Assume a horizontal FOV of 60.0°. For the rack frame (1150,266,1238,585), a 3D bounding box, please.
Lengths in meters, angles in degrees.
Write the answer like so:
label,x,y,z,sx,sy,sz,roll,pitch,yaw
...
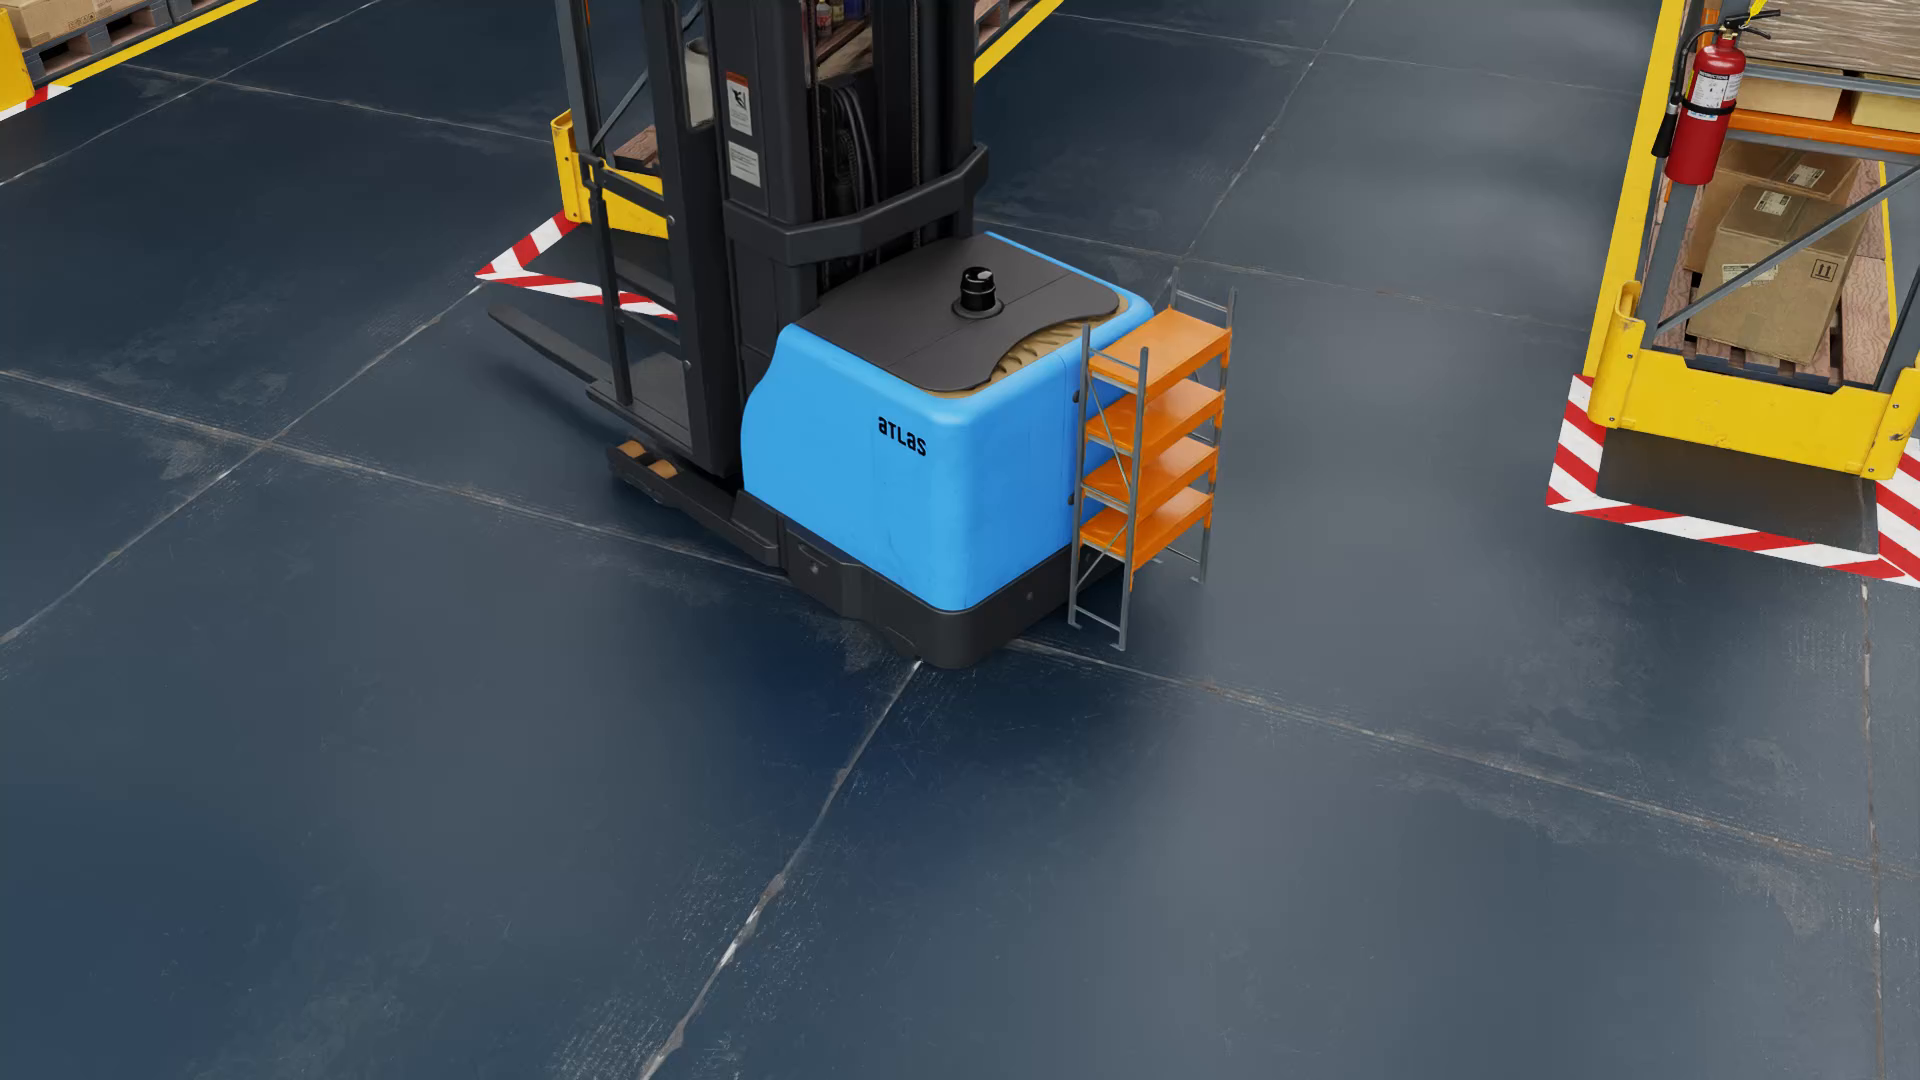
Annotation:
label,x,y,z,sx,sy,sz,roll,pitch,yaw
rack frame,0.792,-0.365,5.737,0.240,1.200,0.015,27,45,31

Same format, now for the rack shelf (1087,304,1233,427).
label,x,y,z,sx,sy,sz,roll,pitch,yaw
rack shelf,0.634,-0.569,5.353,0.258,0.148,0.480,27,45,31

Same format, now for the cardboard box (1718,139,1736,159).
label,x,y,z,sx,sy,sz,roll,pitch,yaw
cardboard box,3.879,-1.800,7.890,0.500,0.500,0.500,18,40,22

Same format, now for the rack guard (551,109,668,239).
label,x,y,z,sx,sy,sz,roll,pitch,yaw
rack guard,-1.421,-1.790,8.227,1.175,0.500,0.348,14,39,18

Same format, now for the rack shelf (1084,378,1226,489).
label,x,y,z,sx,sy,sz,roll,pitch,yaw
rack shelf,0.634,-0.380,5.494,0.258,0.148,0.480,27,45,31

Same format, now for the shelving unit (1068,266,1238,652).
label,x,y,z,sx,sy,sz,roll,pitch,yaw
shelving unit,0.634,-0.254,5.588,0.258,1.200,0.503,27,45,31

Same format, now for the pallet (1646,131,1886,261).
label,x,y,z,sx,sy,sz,roll,pitch,yaw
pallet,4.011,-1.650,8.281,1.003,0.211,1.213,14,39,18

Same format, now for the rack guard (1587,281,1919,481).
label,x,y,z,sx,sy,sz,roll,pitch,yaw
rack guard,3.203,-0.651,6.703,1.175,0.500,0.348,14,39,18

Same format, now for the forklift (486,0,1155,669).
label,x,y,z,sx,sy,sz,roll,pitch,yaw
forklift,-0.743,-1.514,5.827,3.031,2.935,1.130,30,46,34

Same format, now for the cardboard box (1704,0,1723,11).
label,x,y,z,sx,sy,sz,roll,pitch,yaw
cardboard box,3.488,-2.372,6.586,0.875,0.500,0.500,14,39,18

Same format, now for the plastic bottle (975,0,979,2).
label,x,y,z,sx,sy,sz,roll,pitch,yaw
plastic bottle,0.064,-3.540,10.325,0.144,0.351,0.185,12,38,15

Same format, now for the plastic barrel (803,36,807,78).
label,x,y,z,sx,sy,sz,roll,pitch,yaw
plastic barrel,-1.036,-2.569,8.909,0.421,0.512,0.421,0,37,0

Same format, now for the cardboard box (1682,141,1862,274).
label,x,y,z,sx,sy,sz,roll,pitch,yaw
cardboard box,3.623,-1.458,7.432,0.500,0.500,0.500,25,43,29

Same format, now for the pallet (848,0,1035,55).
label,x,y,z,sx,sy,sz,roll,pitch,yaw
pallet,-0.178,-3.474,10.721,1.003,0.211,1.213,14,39,18

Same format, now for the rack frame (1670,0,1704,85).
label,x,y,z,sx,sy,sz,roll,pitch,yaw
rack frame,4.696,-3.825,8.862,1.000,3.000,0.127,14,39,18

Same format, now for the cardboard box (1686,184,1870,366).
label,x,y,z,sx,sy,sz,roll,pitch,yaw
cardboard box,3.427,-1.119,6.979,0.500,0.500,0.500,21,42,26

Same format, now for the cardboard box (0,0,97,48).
label,x,y,z,sx,sy,sz,roll,pitch,yaw
cardboard box,-5.576,-3.182,9.947,0.500,0.250,0.500,14,39,18

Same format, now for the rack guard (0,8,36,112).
label,x,y,z,sx,sy,sz,roll,pitch,yaw
rack guard,-5.995,-2.854,9.651,1.175,0.500,0.348,14,39,18

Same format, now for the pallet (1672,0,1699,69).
label,x,y,z,sx,sy,sz,roll,pitch,yaw
pallet,4.991,-3.139,10.274,1.003,0.211,1.213,14,39,18

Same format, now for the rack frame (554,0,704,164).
label,x,y,z,sx,sy,sz,roll,pitch,yaw
rack frame,-1.406,-2.738,7.408,1.000,3.000,0.127,14,39,18

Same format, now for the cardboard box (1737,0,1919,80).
label,x,y,z,sx,sy,sz,roll,pitch,yaw
cardboard box,3.409,-2.068,6.179,0.875,0.500,0.500,14,39,18

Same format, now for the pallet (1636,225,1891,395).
label,x,y,z,sx,sy,sz,roll,pitch,yaw
pallet,3.545,-0.977,7.381,1.003,0.211,1.213,14,39,18

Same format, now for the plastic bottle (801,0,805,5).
label,x,y,z,sx,sy,sz,roll,pitch,yaw
plastic bottle,-0.992,-3.074,9.764,0.152,0.276,0.135,14,39,18

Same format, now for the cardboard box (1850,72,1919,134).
label,x,y,z,sx,sy,sz,roll,pitch,yaw
cardboard box,3.503,-1.613,6.112,0.380,0.149,0.250,14,39,18

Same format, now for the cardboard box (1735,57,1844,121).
label,x,y,z,sx,sy,sz,roll,pitch,yaw
cardboard box,3.092,-1.714,6.248,0.380,0.149,0.250,14,39,18

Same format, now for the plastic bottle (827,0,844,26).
label,x,y,z,sx,sy,sz,roll,pitch,yaw
plastic bottle,-0.751,-3.210,10.009,0.097,0.201,0.097,0,37,0

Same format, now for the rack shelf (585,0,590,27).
label,x,y,z,sx,sy,sz,roll,pitch,yaw
rack shelf,-0.645,-3.557,9.105,1.077,0.370,4.000,14,39,18

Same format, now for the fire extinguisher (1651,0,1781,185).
label,x,y,z,sx,sy,sz,roll,pitch,yaw
fire extinguisher,2.704,-1.621,5.977,0.296,0.674,0.183,14,39,18

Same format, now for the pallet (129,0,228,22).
label,x,y,z,sx,sy,sz,roll,pitch,yaw
pallet,-5.268,-3.858,11.235,1.003,0.211,1.213,14,39,18

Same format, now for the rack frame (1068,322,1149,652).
label,x,y,z,sx,sy,sz,roll,pitch,yaw
rack frame,0.475,-0.143,5.439,0.240,1.200,0.015,27,45,31

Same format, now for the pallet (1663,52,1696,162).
label,x,y,z,sx,sy,sz,roll,pitch,yaw
pallet,4.473,-2.328,9.188,1.003,0.211,1.213,14,39,18

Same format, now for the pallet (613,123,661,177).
label,x,y,z,sx,sy,sz,roll,pitch,yaw
pallet,-1.107,-2.123,8.914,1.003,0.211,1.213,14,39,18

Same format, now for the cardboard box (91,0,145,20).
label,x,y,z,sx,sy,sz,roll,pitch,yaw
cardboard box,-5.389,-3.460,10.319,0.500,0.250,0.500,14,39,18

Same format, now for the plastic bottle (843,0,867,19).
label,x,y,z,sx,sy,sz,roll,pitch,yaw
plastic bottle,-0.662,-3.326,10.102,0.152,0.276,0.135,14,39,18

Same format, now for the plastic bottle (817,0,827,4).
label,x,y,z,sx,sy,sz,roll,pitch,yaw
plastic bottle,-0.879,-3.273,9.968,0.144,0.351,0.185,15,39,20

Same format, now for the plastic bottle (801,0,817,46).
label,x,y,z,sx,sy,sz,roll,pitch,yaw
plastic bottle,-0.893,-3.053,9.730,0.061,0.283,0.133,14,39,18

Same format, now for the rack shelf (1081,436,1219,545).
label,x,y,z,sx,sy,sz,roll,pitch,yaw
rack shelf,0.634,-0.200,5.628,0.258,0.148,0.480,27,45,31

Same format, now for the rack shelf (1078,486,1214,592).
label,x,y,z,sx,sy,sz,roll,pitch,yaw
rack shelf,0.634,-0.041,5.747,0.258,0.148,0.480,27,45,31

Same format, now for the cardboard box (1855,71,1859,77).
label,x,y,z,sx,sy,sz,roll,pitch,yaw
cardboard box,3.616,-1.747,6.292,0.380,0.149,0.250,14,39,18

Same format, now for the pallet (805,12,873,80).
label,x,y,z,sx,sy,sz,roll,pitch,yaw
pallet,-0.641,-2.796,9.814,1.003,0.211,1.213,14,39,18

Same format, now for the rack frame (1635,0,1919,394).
label,x,y,z,sx,sy,sz,roll,pitch,yaw
rack frame,3.174,-1.610,5.899,1.000,3.000,0.127,14,39,18

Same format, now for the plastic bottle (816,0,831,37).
label,x,y,z,sx,sy,sz,roll,pitch,yaw
plastic bottle,-0.816,-3.102,9.865,0.097,0.201,0.097,0,37,0

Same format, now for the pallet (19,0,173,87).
label,x,y,z,sx,sy,sz,roll,pitch,yaw
pallet,-5.733,-3.185,10.334,1.003,0.211,1.213,14,39,18

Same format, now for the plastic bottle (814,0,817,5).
label,x,y,z,sx,sy,sz,roll,pitch,yaw
plastic bottle,-0.939,-3.150,9.867,0.152,0.276,0.135,13,39,16

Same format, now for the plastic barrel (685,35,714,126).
label,x,y,z,sx,sy,sz,roll,pitch,yaw
plastic barrel,-1.226,-2.292,8.538,0.421,0.512,0.421,0,37,0

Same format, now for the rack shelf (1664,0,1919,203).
label,x,y,z,sx,sy,sz,roll,pitch,yaw
rack shelf,3.935,-2.429,7.595,1.077,0.370,4.000,14,39,18
